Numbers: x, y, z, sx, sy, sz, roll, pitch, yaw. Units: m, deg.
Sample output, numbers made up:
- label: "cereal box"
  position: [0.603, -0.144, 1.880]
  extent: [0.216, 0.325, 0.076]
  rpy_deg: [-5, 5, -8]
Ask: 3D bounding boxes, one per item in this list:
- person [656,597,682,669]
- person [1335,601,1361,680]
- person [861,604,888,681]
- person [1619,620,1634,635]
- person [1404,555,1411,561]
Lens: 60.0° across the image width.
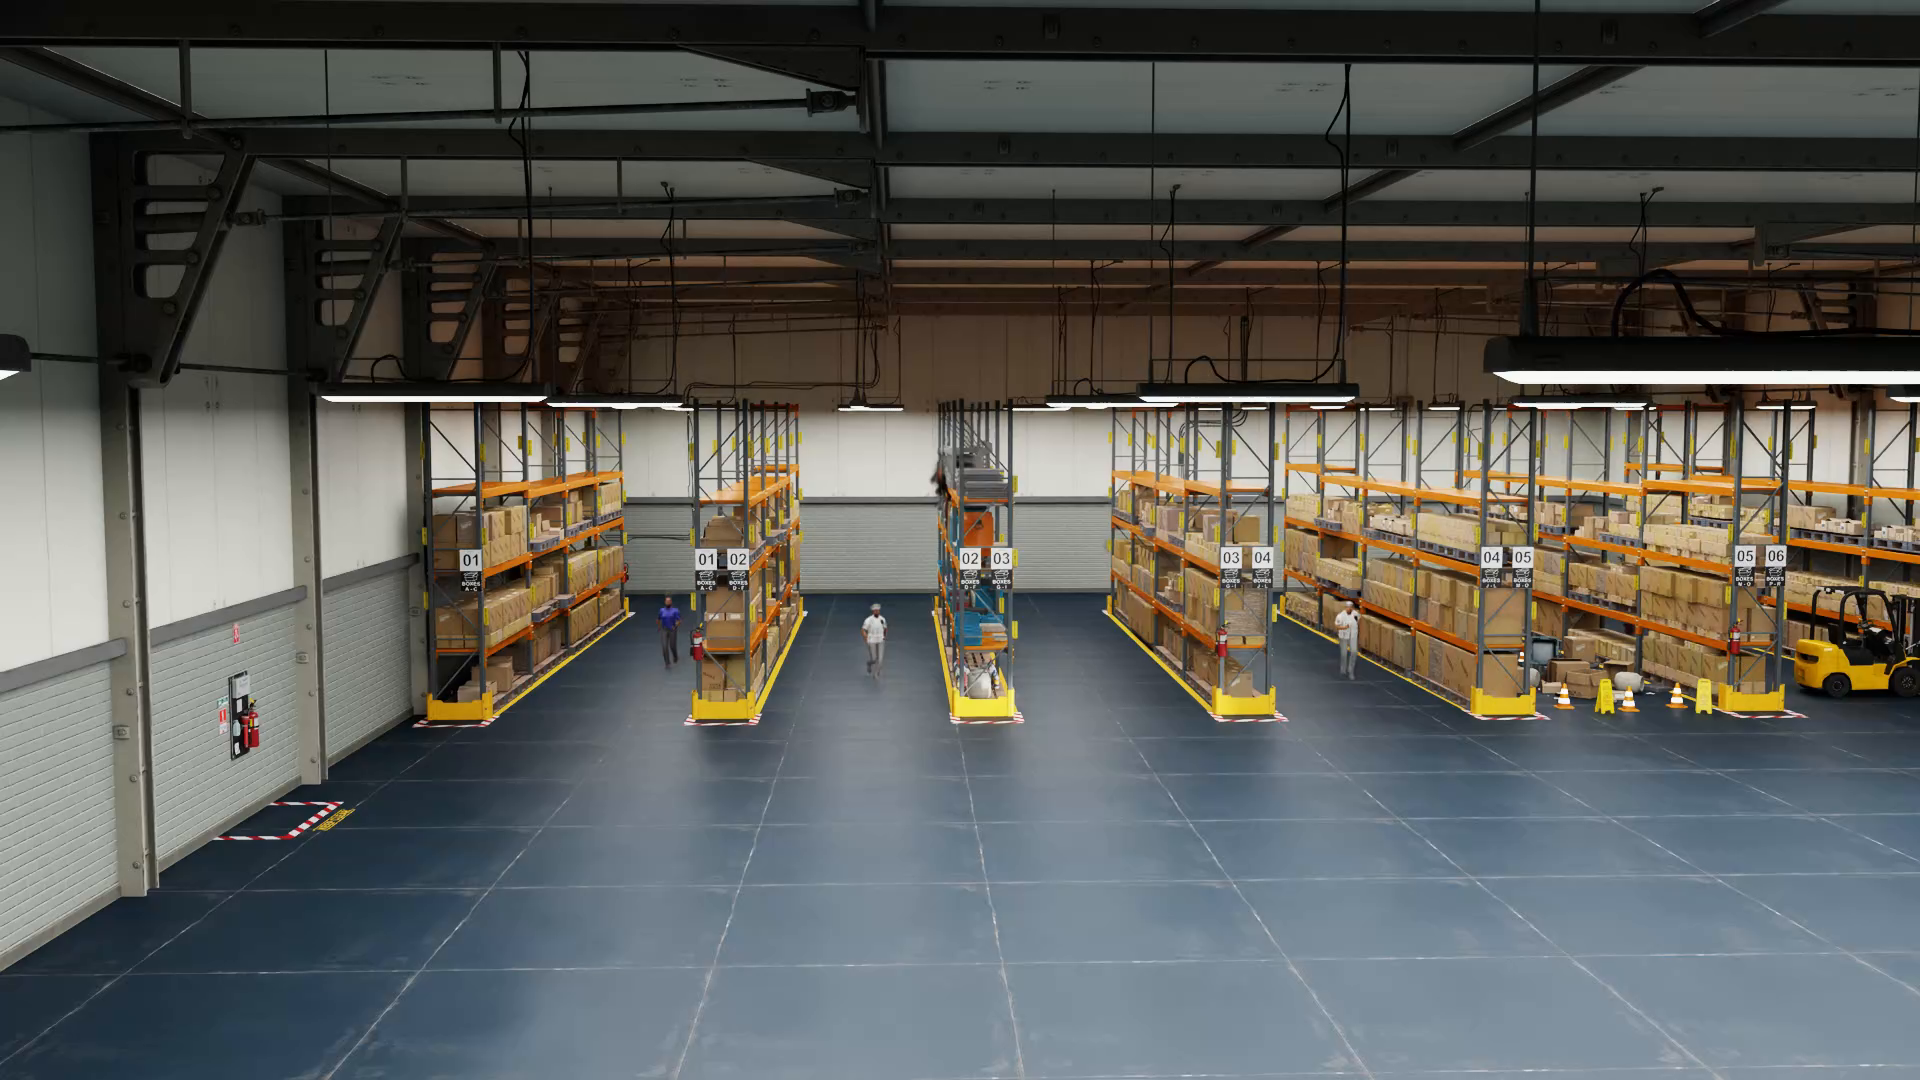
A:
- label: "person"
  position: [-6.575, 2.122, 37.477]
  extent: [0.559, 1.510, 0.592]
  rpy_deg: [0, 4, 0]
- label: "person"
  position: [8.429, 2.164, 36.145]
  extent: [0.626, 1.707, 0.830]
  rpy_deg: [0, 4, 1]
- label: "person"
  position: [-1.813, 2.193, 35.752]
  extent: [0.581, 1.655, 0.560]
  rpy_deg: [-2, 5, -19]
- label: "person"
  position: [17.303, 1.651, 43.097]
  extent: [0.592, 1.600, 0.540]
  rpy_deg: [-1, 4, -15]
- label: "person"
  position: [13.268, 1.168, 49.240]
  extent: [0.586, 1.659, 0.617]
  rpy_deg: [-1, 4, -13]
